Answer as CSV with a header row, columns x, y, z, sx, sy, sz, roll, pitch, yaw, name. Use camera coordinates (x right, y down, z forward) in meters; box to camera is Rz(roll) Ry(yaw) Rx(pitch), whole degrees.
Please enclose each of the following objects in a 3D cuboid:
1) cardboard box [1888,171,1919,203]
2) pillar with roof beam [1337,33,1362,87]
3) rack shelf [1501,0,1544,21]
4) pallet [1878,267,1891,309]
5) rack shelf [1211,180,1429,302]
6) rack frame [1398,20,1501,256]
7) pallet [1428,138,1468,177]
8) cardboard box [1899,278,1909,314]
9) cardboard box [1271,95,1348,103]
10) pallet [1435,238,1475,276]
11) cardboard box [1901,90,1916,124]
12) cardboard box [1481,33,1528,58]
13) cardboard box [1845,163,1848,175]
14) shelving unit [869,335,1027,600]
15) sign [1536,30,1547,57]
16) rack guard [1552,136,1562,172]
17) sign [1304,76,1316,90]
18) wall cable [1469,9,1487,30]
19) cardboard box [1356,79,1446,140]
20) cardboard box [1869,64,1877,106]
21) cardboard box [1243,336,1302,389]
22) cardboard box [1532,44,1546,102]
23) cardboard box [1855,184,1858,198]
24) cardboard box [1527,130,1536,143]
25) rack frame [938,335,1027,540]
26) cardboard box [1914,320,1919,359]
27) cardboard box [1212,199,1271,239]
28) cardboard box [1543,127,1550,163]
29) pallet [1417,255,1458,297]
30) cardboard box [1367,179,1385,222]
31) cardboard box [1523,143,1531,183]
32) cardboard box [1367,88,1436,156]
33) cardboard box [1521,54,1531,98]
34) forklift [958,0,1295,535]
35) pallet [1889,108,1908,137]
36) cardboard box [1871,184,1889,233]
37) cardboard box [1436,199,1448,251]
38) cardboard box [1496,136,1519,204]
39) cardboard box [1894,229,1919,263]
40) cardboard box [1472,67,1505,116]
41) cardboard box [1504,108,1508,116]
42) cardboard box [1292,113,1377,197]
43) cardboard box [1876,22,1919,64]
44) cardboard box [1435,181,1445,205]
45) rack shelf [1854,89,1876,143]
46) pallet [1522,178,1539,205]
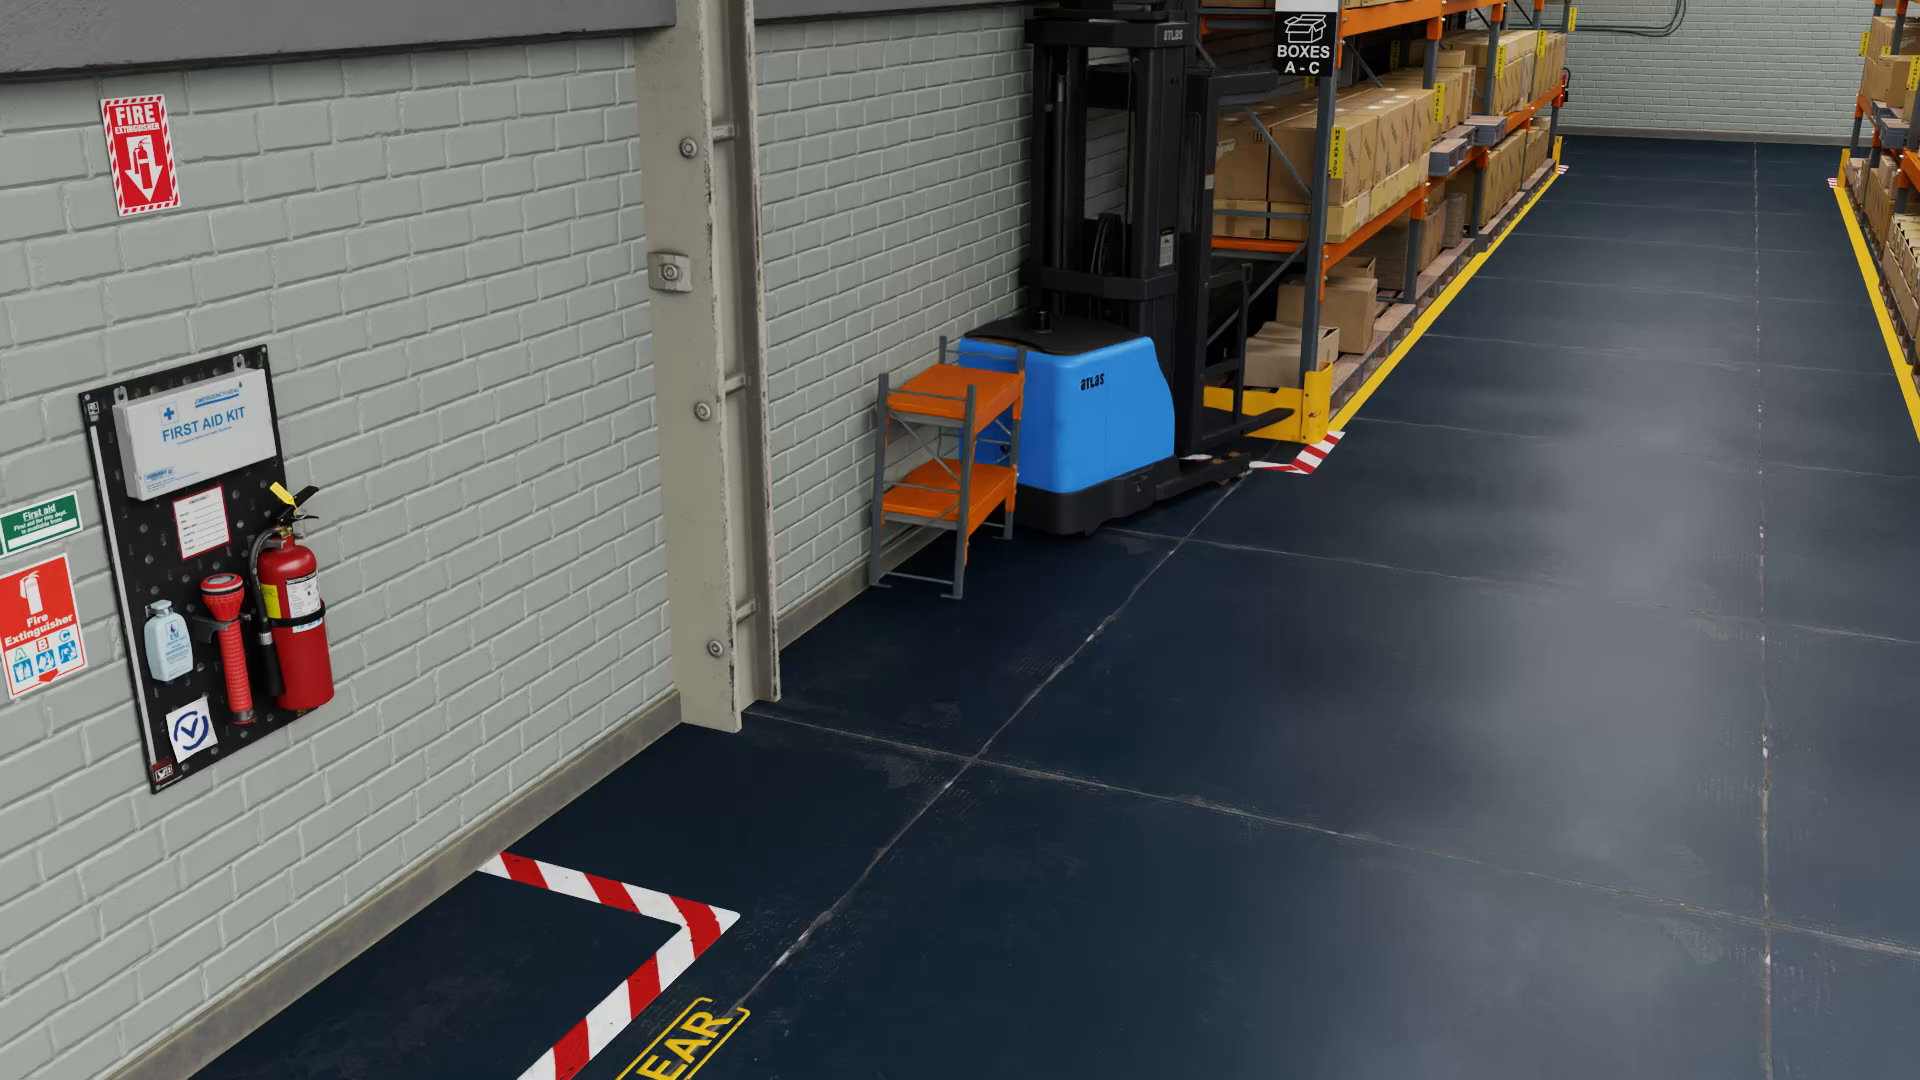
x,y,z,sx,sy,sz,roll,pitch,yaw,name
9.921,-3.654,17.220,0.500,0.250,0.500,9,22,25,cardboard box
7.818,-6.571,14.514,9.100,9.000,0.400,9,21,23,pillar with roof beam
6.031,-6.299,19.301,1.077,0.370,4.000,9,21,23,rack shelf
9.360,-2.375,15.831,1.003,0.211,1.213,9,21,23,pallet
2.755,-2.440,12.927,1.077,0.370,4.000,9,21,23,rack shelf
5.212,-4.613,17.964,1.000,3.000,0.127,9,21,23,rack frame
4.019,-3.514,15.159,1.003,0.211,1.213,9,21,23,pallet
8.418,-2.092,14.351,0.500,0.250,0.500,9,21,24,cardboard box
2.766,-3.258,13.229,0.500,0.500,0.500,9,22,24,cardboard box
4.890,-3.061,17.760,1.003,0.211,1.213,9,21,23,pallet
9.888,-4.388,16.554,0.700,0.500,0.500,2,20,4,cardboard box
6.465,-5.897,19.833,0.500,0.250,0.500,9,21,24,cardboard box
12.421,-5.095,22.892,0.380,0.166,0.250,9,21,23,cardboard box
-0.054,-0.416,8.890,0.538,1.125,1.048,9,20,14,shelving unit
7.349,-6.273,21.021,0.100,0.325,0.005,9,21,23,sign
8.498,-5.888,25.280,1.175,0.500,0.348,9,21,23,rack guard
3.066,-4.011,14.543,0.100,0.325,0.005,9,21,23,sign
8.149,-8.059,26.136,0.084,1.984,1.851,9,21,23,wall cable
4.049,-3.966,15.337,0.700,0.500,0.500,11,22,28,cardboard box
11.759,-5.708,20.893,0.500,0.500,0.500,9,22,24,cardboard box
2.301,-1.307,12.025,0.500,0.311,0.500,6,20,17,cardboard box
7.087,-6.141,21.812,0.980,0.700,0.700,9,21,24,cardboard box
11.444,-4.358,20.843,0.380,0.149,0.250,9,21,23,cardboard box
7.556,-5.456,22.470,0.380,0.149,0.250,9,22,25,cardboard box
0.087,-0.566,9.355,0.500,1.125,0.032,9,20,14,rack frame
7.628,-1.514,12.727,0.500,0.250,0.500,9,21,23,cardboard box
1.950,-2.276,11.586,0.500,0.250,0.500,9,21,23,cardboard box
8.292,-5.851,24.549,0.700,0.500,0.500,9,21,23,cardboard box
4.389,-2.689,16.716,1.003,0.211,1.213,9,21,23,pallet
2.839,-2.528,12.294,0.500,0.250,0.500,8,21,22,cardboard box
7.250,-5.071,22.354,0.700,0.500,0.500,9,21,23,cardboard box
3.662,-3.496,13.896,0.500,0.500,0.500,8,21,23,cardboard box
6.691,-5.700,20.396,0.500,0.500,0.500,9,21,23,cardboard box
1.198,-1.824,10.225,1.130,2.935,3.031,16,25,38,forklift
10.525,-4.439,17.762,1.003,0.211,1.213,9,21,23,pallet
10.323,-3.602,18.194,0.500,0.500,0.500,8,21,21,cardboard box
4.647,-3.274,17.273,0.700,0.500,0.500,9,21,23,cardboard box
6.341,-4.532,20.318,0.750,0.750,0.750,9,22,24,cardboard box
8.832,-2.664,15.123,0.500,0.311,0.500,8,21,21,cardboard box
5.644,-4.923,18.213,0.500,0.500,0.500,9,22,24,cardboard box
6.290,-5.123,19.743,0.380,0.149,0.250,9,22,24,cardboard box
2.617,-2.714,11.699,0.500,0.500,0.500,9,21,23,cardboard box
11.755,-6.177,20.719,0.500,0.500,0.500,9,21,23,cardboard box
4.674,-3.603,17.079,0.500,0.250,0.500,9,21,24,cardboard box
12.190,-5.430,21.334,1.077,0.370,4.000,9,21,23,rack shelf
7.233,-4.744,22.493,1.003,0.211,1.213,9,21,23,pallet
